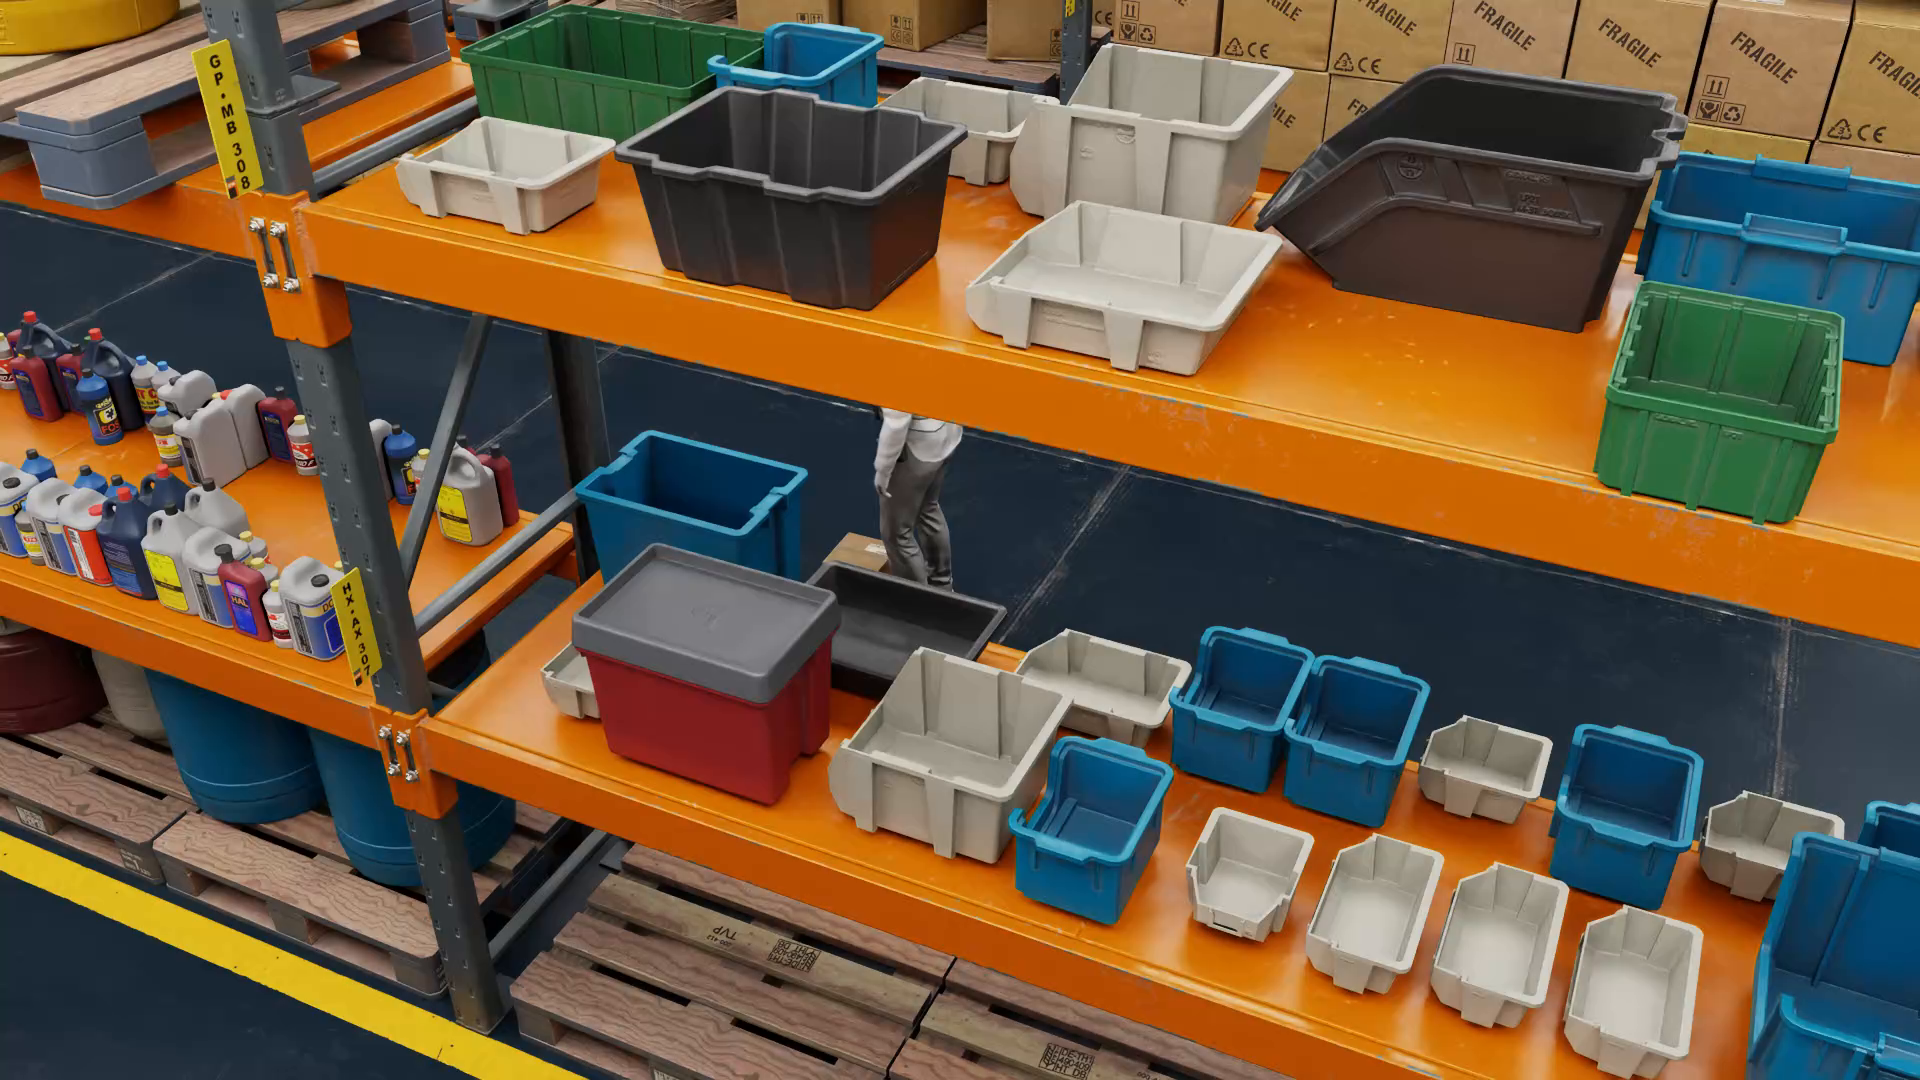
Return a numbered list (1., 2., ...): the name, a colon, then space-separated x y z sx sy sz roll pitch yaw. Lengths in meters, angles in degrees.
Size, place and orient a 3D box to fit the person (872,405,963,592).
1. person: -0.193 -0.377 6.700 0.375 1.663 0.526 14 36 20
